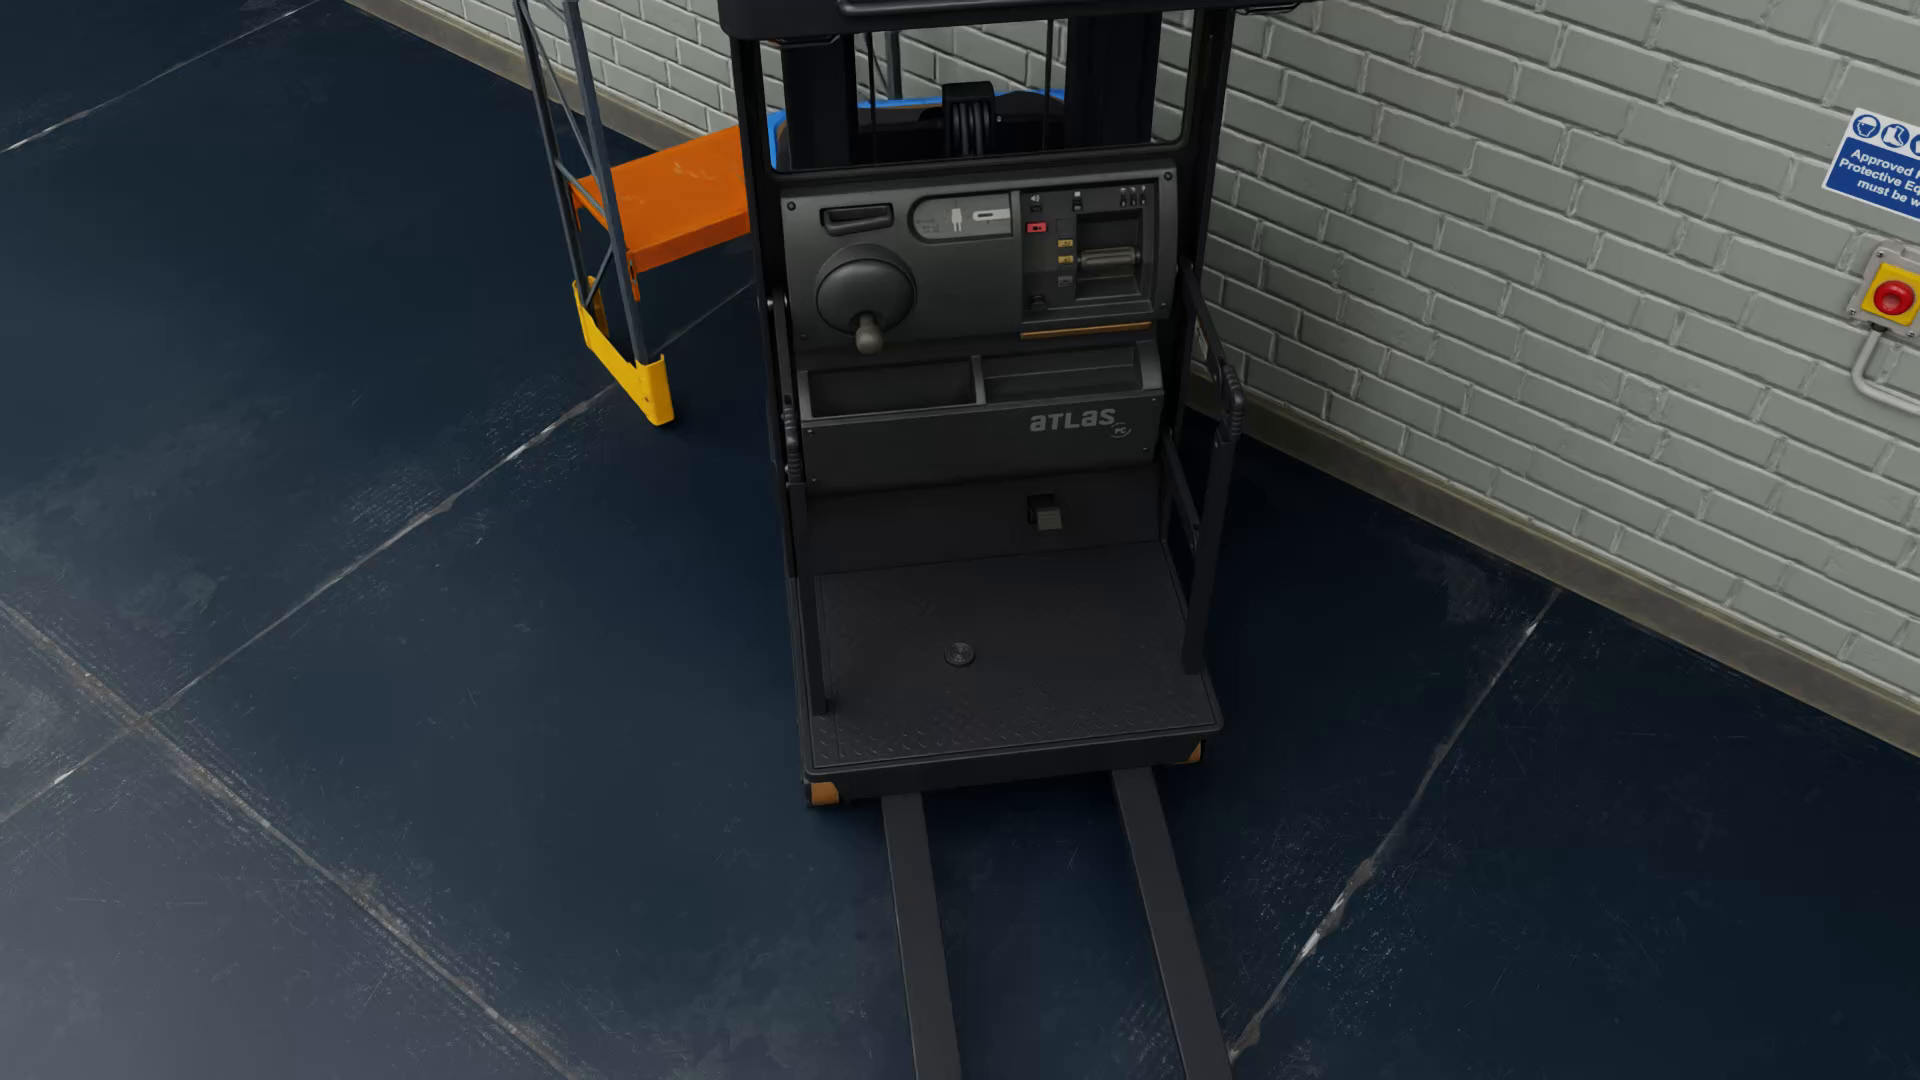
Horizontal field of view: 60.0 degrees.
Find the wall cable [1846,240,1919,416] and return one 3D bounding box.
[{"bbox_3d":[2.168,-1.049,3.454,0.585,1.953,0.123,29,53,25],"label":"wall cable"}]

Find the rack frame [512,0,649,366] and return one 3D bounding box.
[{"bbox_3d":[-1.183,-1.093,5.237,0.032,1.500,0.500,-25,49,-22],"label":"rack frame"}]

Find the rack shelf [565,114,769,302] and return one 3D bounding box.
[{"bbox_3d":[-0.754,-1.165,5.555,1.000,0.185,0.538,-25,49,-22],"label":"rack shelf"}]

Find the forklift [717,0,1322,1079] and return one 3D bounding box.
[{"bbox_3d":[0.085,-0.566,3.764,1.130,2.935,3.031,-6,47,-5],"label":"forklift"}]

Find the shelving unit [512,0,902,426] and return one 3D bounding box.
[{"bbox_3d":[-0.751,-1.299,5.434,1.083,1.500,0.587,-25,49,-22],"label":"shelving unit"}]

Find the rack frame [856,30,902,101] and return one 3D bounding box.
[{"bbox_3d":[-0.334,-1.497,5.624,0.032,1.500,0.500,-25,49,-22],"label":"rack frame"}]

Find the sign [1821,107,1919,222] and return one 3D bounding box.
[{"bbox_3d":[2.167,-0.837,3.788,0.327,0.218,0.001,29,53,25],"label":"sign"}]

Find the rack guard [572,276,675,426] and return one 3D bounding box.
[{"bbox_3d":[-1.150,-0.650,5.678,0.087,0.250,0.587,-25,49,-22],"label":"rack guard"}]
